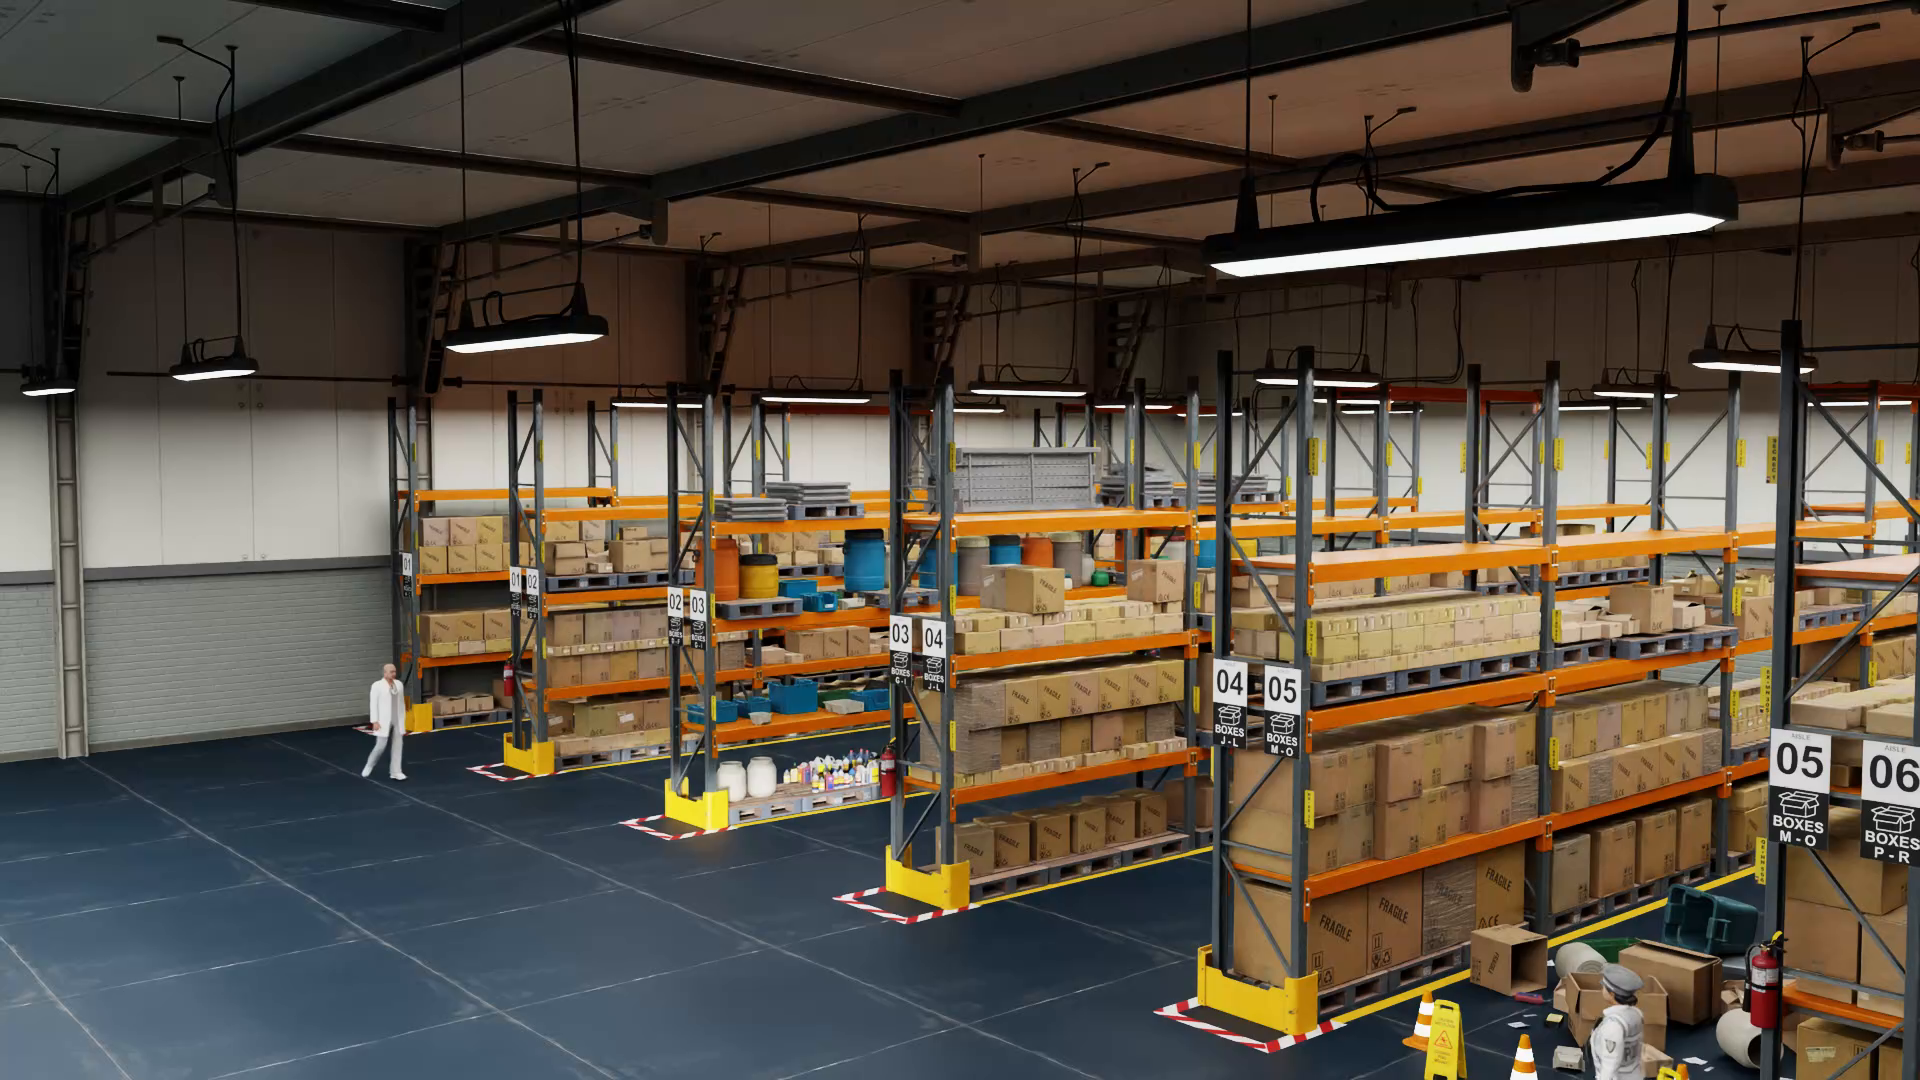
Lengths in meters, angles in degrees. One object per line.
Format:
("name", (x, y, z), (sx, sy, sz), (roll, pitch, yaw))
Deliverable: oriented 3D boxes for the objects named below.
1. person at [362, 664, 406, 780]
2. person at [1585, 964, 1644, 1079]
("person", (-8.791, 2.778, 25.536), (0.720, 1.774, 0.607), (3, 4, 38))
("person", (4.424, 3.665, 11.033), (0.559, 1.672, 0.470), (2, 4, 32))
